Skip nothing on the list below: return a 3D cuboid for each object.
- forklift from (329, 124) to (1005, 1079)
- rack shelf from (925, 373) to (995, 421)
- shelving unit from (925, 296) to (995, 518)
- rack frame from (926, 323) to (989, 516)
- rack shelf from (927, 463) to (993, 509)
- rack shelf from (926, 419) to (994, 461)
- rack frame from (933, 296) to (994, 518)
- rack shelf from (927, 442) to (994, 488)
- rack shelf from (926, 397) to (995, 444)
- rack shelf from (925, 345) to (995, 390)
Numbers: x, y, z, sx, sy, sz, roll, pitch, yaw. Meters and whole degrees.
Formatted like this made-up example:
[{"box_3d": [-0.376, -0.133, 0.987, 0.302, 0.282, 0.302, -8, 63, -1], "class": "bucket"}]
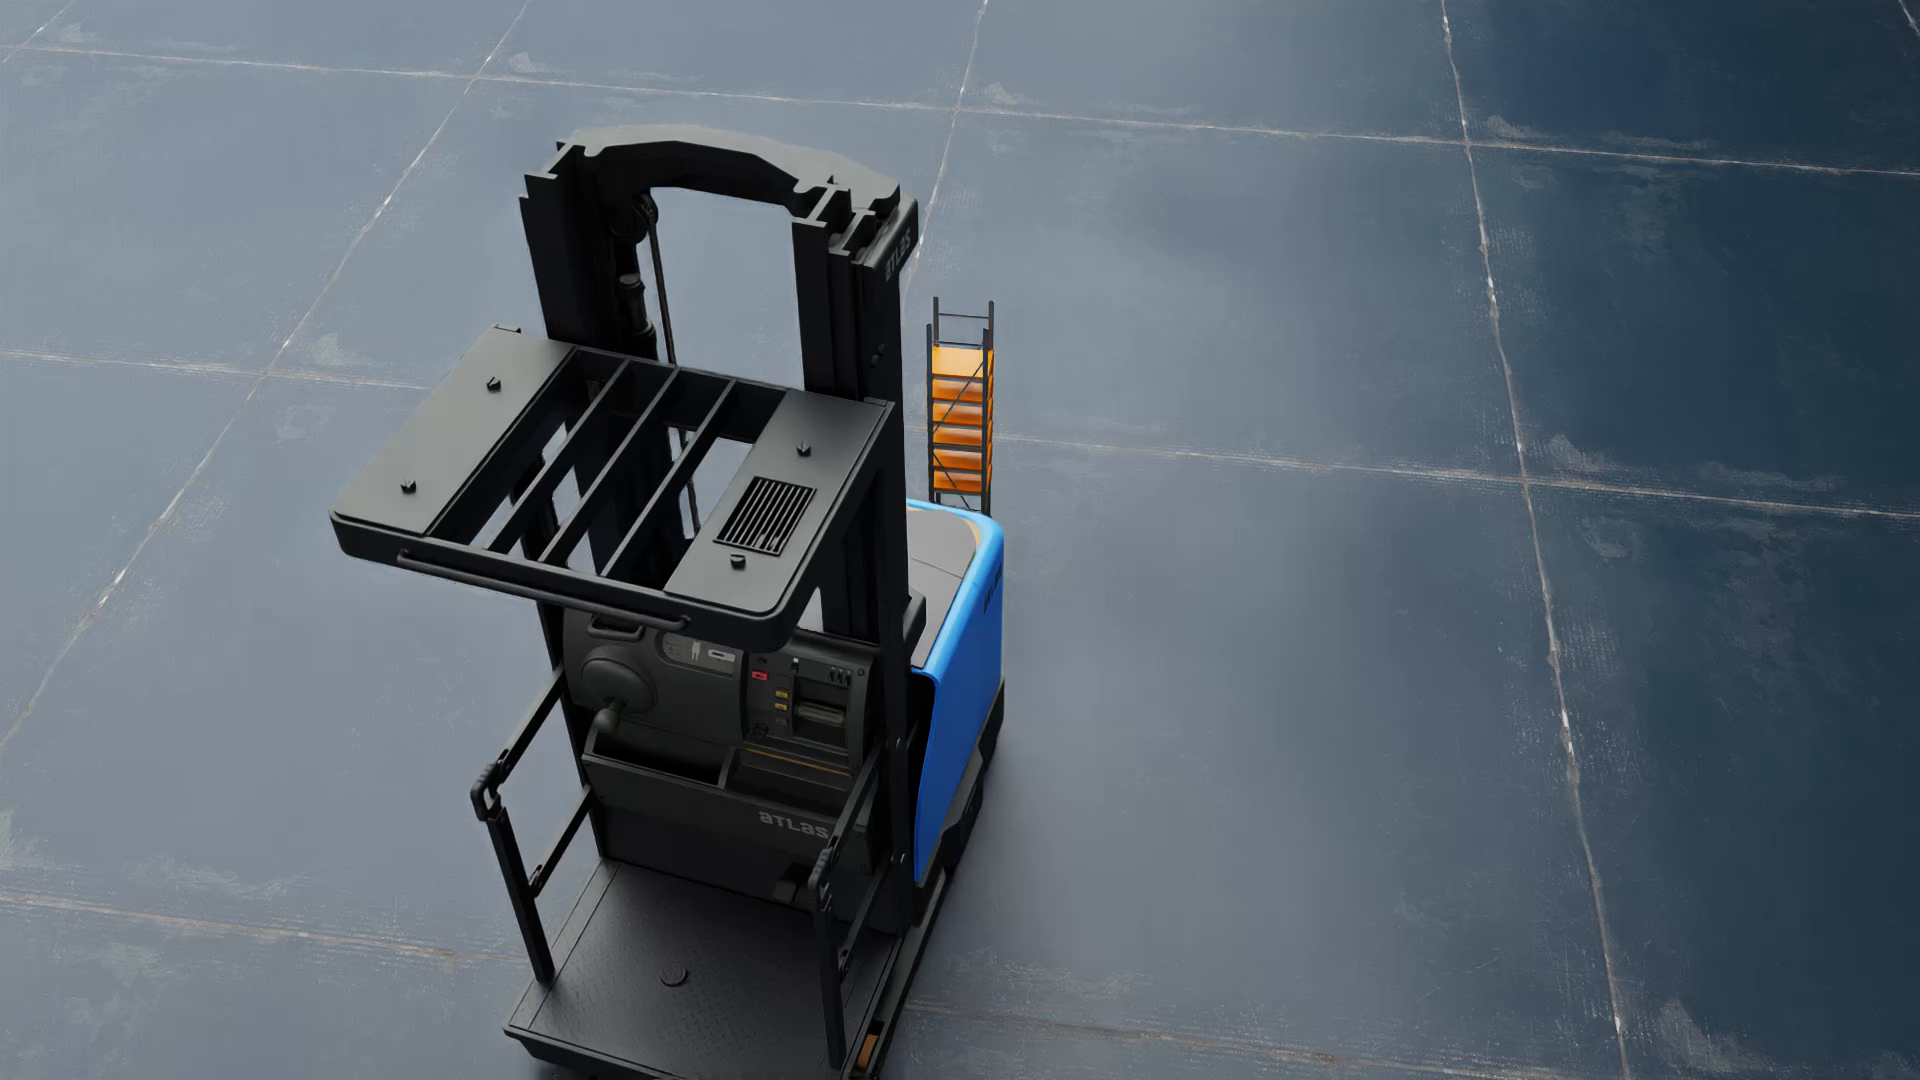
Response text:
[{"box_3d": [-0.762, 0.504, 4.586, 1.130, 2.935, 3.031, 12, 45, 13], "class": "forklift"}, {"box_3d": [0.002, -0.588, 6.713, 0.258, 0.103, 0.180, 5, 44, 6], "class": "rack shelf"}, {"box_3d": [0.002, -0.446, 6.848, 0.258, 1.200, 0.189, 5, 44, 6], "class": "shelving unit"}, {"box_3d": [-0.010, -0.383, 6.782, 0.240, 1.200, 0.006, 5, 44, 6], "class": "rack frame"}, {"box_3d": [0.002, -0.239, 7.043, 0.258, 0.103, 0.180, 5, 44, 6], "class": "rack shelf"}, {"box_3d": [0.002, -0.413, 6.878, 0.258, 0.103, 0.180, 5, 44, 6], "class": "rack shelf"}, {"box_3d": [0.014, -0.508, 6.914, 0.240, 1.200, 0.006, 5, 44, 6], "class": "rack frame"}, {"box_3d": [0.002, -0.326, 6.961, 0.258, 0.103, 0.180, 5, 44, 6], "class": "rack shelf"}, {"box_3d": [0.002, -0.500, 6.796, 0.258, 0.103, 0.180, 5, 44, 6], "class": "rack shelf"}, {"box_3d": [0.002, -0.675, 6.631, 0.258, 0.103, 0.180, 5, 44, 6], "class": "rack shelf"}]
